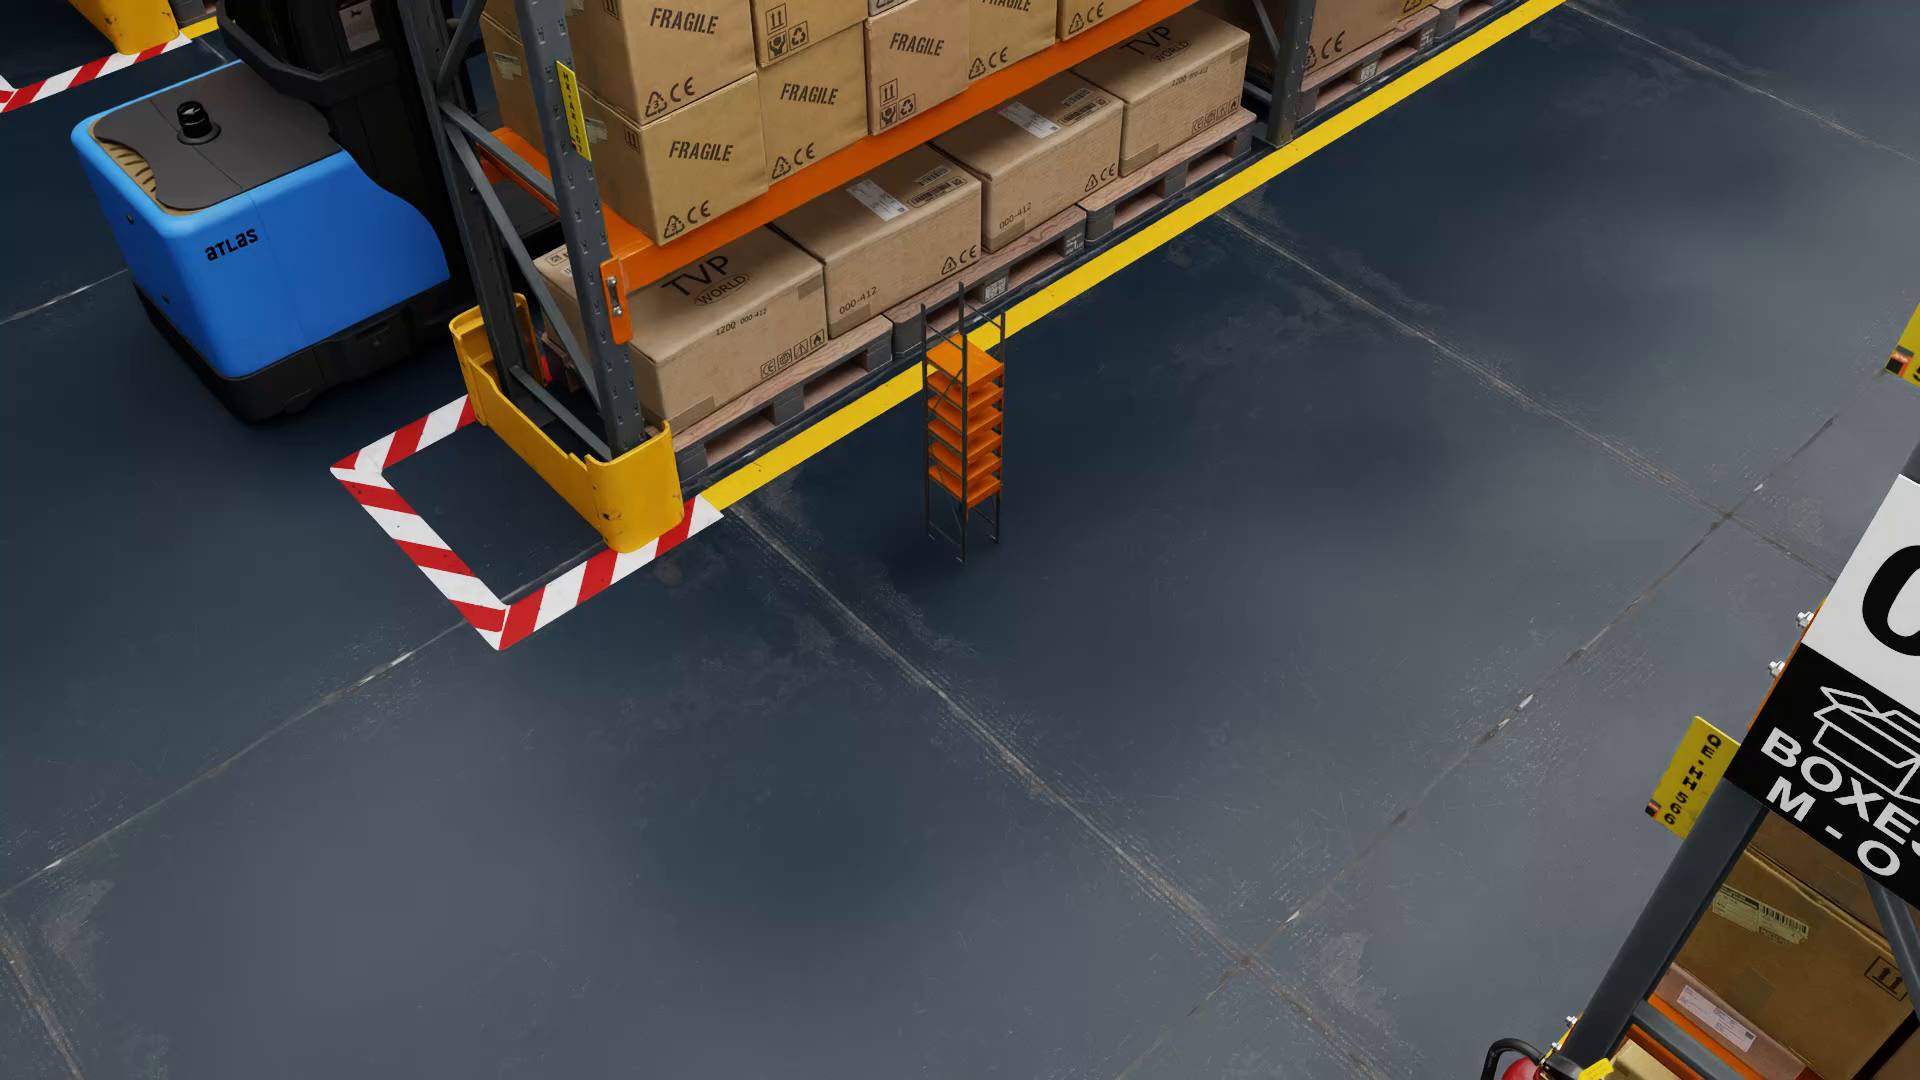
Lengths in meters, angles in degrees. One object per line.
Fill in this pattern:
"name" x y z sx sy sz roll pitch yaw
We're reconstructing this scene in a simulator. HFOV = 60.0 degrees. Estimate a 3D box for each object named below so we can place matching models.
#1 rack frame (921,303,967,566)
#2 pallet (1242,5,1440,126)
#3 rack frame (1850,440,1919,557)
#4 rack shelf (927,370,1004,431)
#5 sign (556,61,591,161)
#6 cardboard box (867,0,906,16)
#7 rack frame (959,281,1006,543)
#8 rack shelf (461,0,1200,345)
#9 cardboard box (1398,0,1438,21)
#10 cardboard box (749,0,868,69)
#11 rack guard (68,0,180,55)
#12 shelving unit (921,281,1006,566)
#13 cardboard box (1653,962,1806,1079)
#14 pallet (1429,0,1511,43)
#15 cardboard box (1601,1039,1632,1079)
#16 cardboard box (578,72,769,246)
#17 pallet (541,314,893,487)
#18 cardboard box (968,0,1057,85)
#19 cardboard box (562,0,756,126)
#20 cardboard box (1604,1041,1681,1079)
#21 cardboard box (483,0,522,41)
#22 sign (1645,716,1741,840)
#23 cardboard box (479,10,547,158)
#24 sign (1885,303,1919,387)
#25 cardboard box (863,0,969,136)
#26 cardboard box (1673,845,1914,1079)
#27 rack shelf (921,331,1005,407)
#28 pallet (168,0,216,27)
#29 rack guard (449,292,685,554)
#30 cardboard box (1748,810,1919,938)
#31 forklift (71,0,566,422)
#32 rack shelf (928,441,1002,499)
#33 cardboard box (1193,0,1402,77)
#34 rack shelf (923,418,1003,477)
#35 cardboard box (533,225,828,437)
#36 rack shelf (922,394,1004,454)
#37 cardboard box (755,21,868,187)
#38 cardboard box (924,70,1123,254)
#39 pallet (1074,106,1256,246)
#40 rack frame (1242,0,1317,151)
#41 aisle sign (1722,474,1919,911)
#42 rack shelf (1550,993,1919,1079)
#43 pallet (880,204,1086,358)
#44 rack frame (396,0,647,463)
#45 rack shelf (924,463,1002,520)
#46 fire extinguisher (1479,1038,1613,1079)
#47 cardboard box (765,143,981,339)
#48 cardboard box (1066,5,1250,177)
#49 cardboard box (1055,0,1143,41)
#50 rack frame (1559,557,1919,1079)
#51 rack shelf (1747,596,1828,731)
"rack frame" -0.057 -0.369 6.274 0.006 1.200 0.240 -34 56 -27
"pallet" 1.873 -2.811 9.200 1.213 0.211 1.003 -34 56 -27
"rack frame" 1.798 -0.750 1.319 0.127 3.000 1.000 -34 56 -27
"rack shelf" 0.011 -0.547 6.172 0.180 0.103 0.258 -34 56 -27
"sign" -1.238 -1.373 5.333 0.005 0.325 0.100 -34 56 -27
"cardboard box" -0.307 -2.330 6.111 0.500 0.500 0.500 -34 56 -27
"rack frame" 0.078 -0.459 6.357 0.006 1.200 0.240 -34 56 -27
"rack shelf" -0.127 -2.102 7.138 4.000 0.370 1.077 -34 56 -27
"cardboard box" 2.420 -3.557 9.151 0.875 0.875 0.875 -32 55 -26
"cardboard box" -0.683 -2.072 5.872 0.500 0.500 0.500 -35 56 -28
"rack guard" -4.893 -3.244 9.403 0.348 0.500 1.175 -34 56 -27
"shelving unit" 0.011 -0.414 6.316 0.189 1.200 0.258 -34 56 -27
"cardboard box" 1.849 1.055 3.906 0.250 0.149 0.380 -34 56 -27
"pallet" 2.776 -3.418 9.760 1.213 0.211 1.003 -34 56 -27
"cardboard box" 1.996 1.592 4.692 0.250 0.149 0.380 -35 56 -28
"cardboard box" -1.059 -1.472 5.999 0.500 0.500 0.500 -34 56 -27
"pallet" -1.068 -0.849 7.390 1.213 0.211 1.003 -34 56 -27
"cardboard box" 0.044 -2.236 6.704 0.500 0.500 0.500 -32 55 -26
"cardboard box" -1.060 -1.812 5.633 0.500 0.500 0.500 -35 56 -28
"cardboard box" 2.019 1.508 4.567 0.250 0.149 0.380 -33 55 -27
"cardboard box" -1.411 -2.098 5.896 0.500 0.500 0.500 -32 55 -26
"sign" 1.439 0.473 3.269 0.005 0.325 0.100 -34 56 -27
"cardboard box" -1.428 -1.773 6.277 0.500 0.500 0.500 -33 56 -27
"sign" 1.439 -0.344 2.383 0.005 0.325 0.100 -34 56 -27
"cardboard box" -0.315 -1.979 6.467 0.500 0.500 0.500 -34 56 -27
"cardboard box" 1.957 0.788 3.712 0.500 0.500 0.500 -33 55 -26
"rack shelf" 0.011 -0.628 6.084 0.180 0.103 0.258 -34 56 -27
"pallet" -4.304 -3.541 9.874 1.213 0.211 1.003 -34 56 -27
"rack guard" -1.625 -0.497 6.869 0.348 0.500 1.175 -34 56 -27
"cardboard box" 1.969 0.449 3.344 0.500 0.500 0.500 -35 56 -28
"forklift" -2.273 -2.452 7.018 3.031 2.935 1.130 -34 56 -27
"rack shelf" 0.011 -0.303 6.436 0.180 0.103 0.258 -34 56 -27
"cardboard box" 1.757 -3.107 8.735 0.875 0.875 0.875 -32 55 -26
"rack shelf" 0.011 -0.384 6.348 0.180 0.103 0.258 -34 56 -27
"cardboard box" -1.186 -1.011 7.100 0.875 0.438 0.875 -36 57 -28
"rack shelf" 0.011 -0.465 6.260 0.180 0.103 0.258 -34 56 -27
"cardboard box" -0.703 -1.737 6.244 0.500 0.500 0.500 -35 56 -28
"cardboard box" 0.154 -1.913 7.932 0.875 0.438 0.875 -35 56 -28
"pallet" 0.737 -2.056 8.503 1.213 0.211 1.003 -34 56 -27
"rack frame" 1.352 -3.335 7.786 0.127 3.000 1.000 -34 56 -27
"aisle sign" 1.542 0.276 2.685 0.004 0.787 0.394 -34 56 -27
"rack shelf" 3.277 0.540 4.700 4.000 0.370 1.077 -34 56 -27
"pallet" -0.166 -1.449 7.944 1.213 0.211 1.003 -34 56 -27
"rack frame" -1.607 -1.357 5.961 0.127 3.000 1.000 -34 56 -27
"rack shelf" 0.011 -0.221 6.525 0.180 0.103 0.258 -34 56 -27
"fire extinguisher" 1.301 1.311 3.806 0.183 0.674 0.296 -34 56 -27
"cardboard box" -0.515 -1.468 7.521 0.875 0.438 0.875 -32 55 -26
"cardboard box" 0.816 -2.356 8.341 0.875 0.438 0.875 -35 56 -28
"cardboard box" 0.442 -2.486 6.935 0.500 0.500 0.500 -35 56 -28
"rack frame" 1.798 1.285 3.524 0.127 3.000 1.000 -34 56 -27
"rack shelf" 3.277 -0.477 3.598 4.000 0.370 1.077 -34 56 -27
